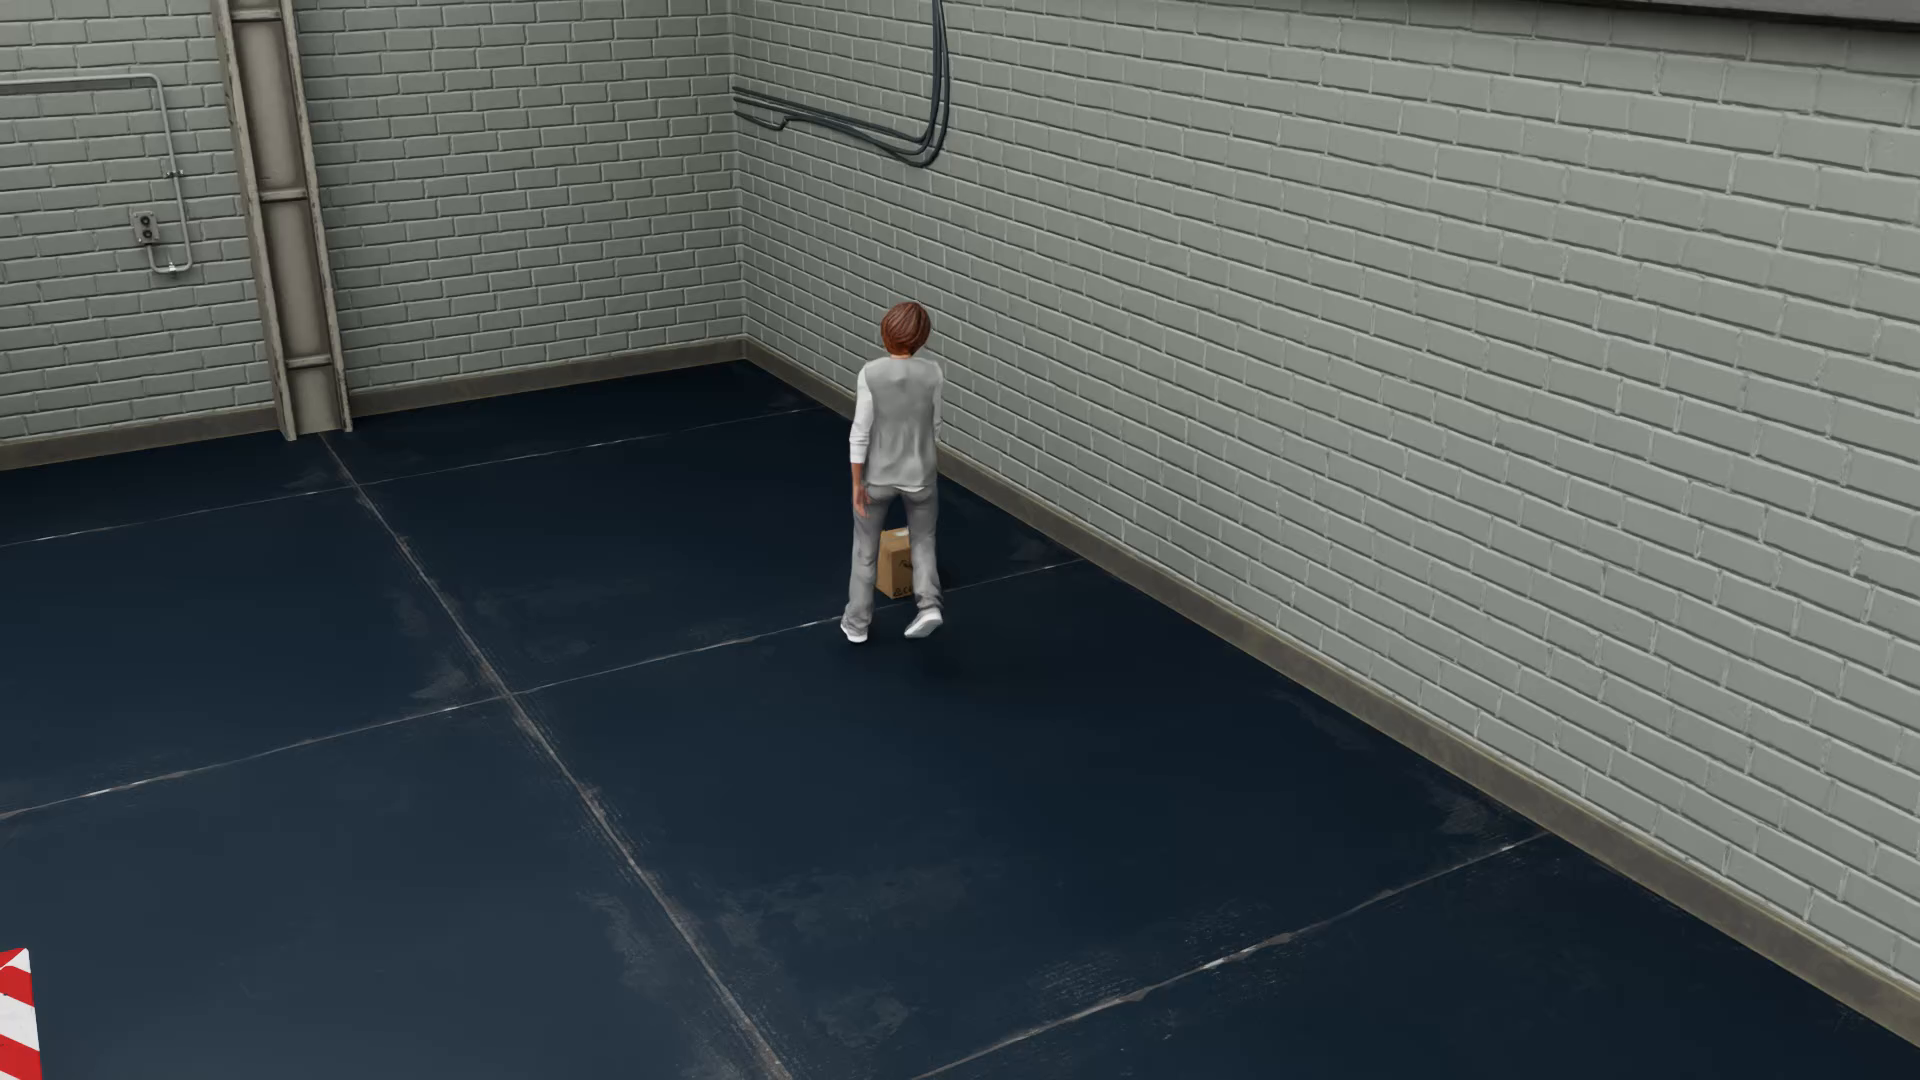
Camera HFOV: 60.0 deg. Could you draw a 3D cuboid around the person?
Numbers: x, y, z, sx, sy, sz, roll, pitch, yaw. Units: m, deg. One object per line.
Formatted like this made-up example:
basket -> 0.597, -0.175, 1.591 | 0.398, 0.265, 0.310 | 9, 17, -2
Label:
person -> -0.294, -0.242, 7.215 | 0.458, 1.564, 0.611 | -3, 22, -7
